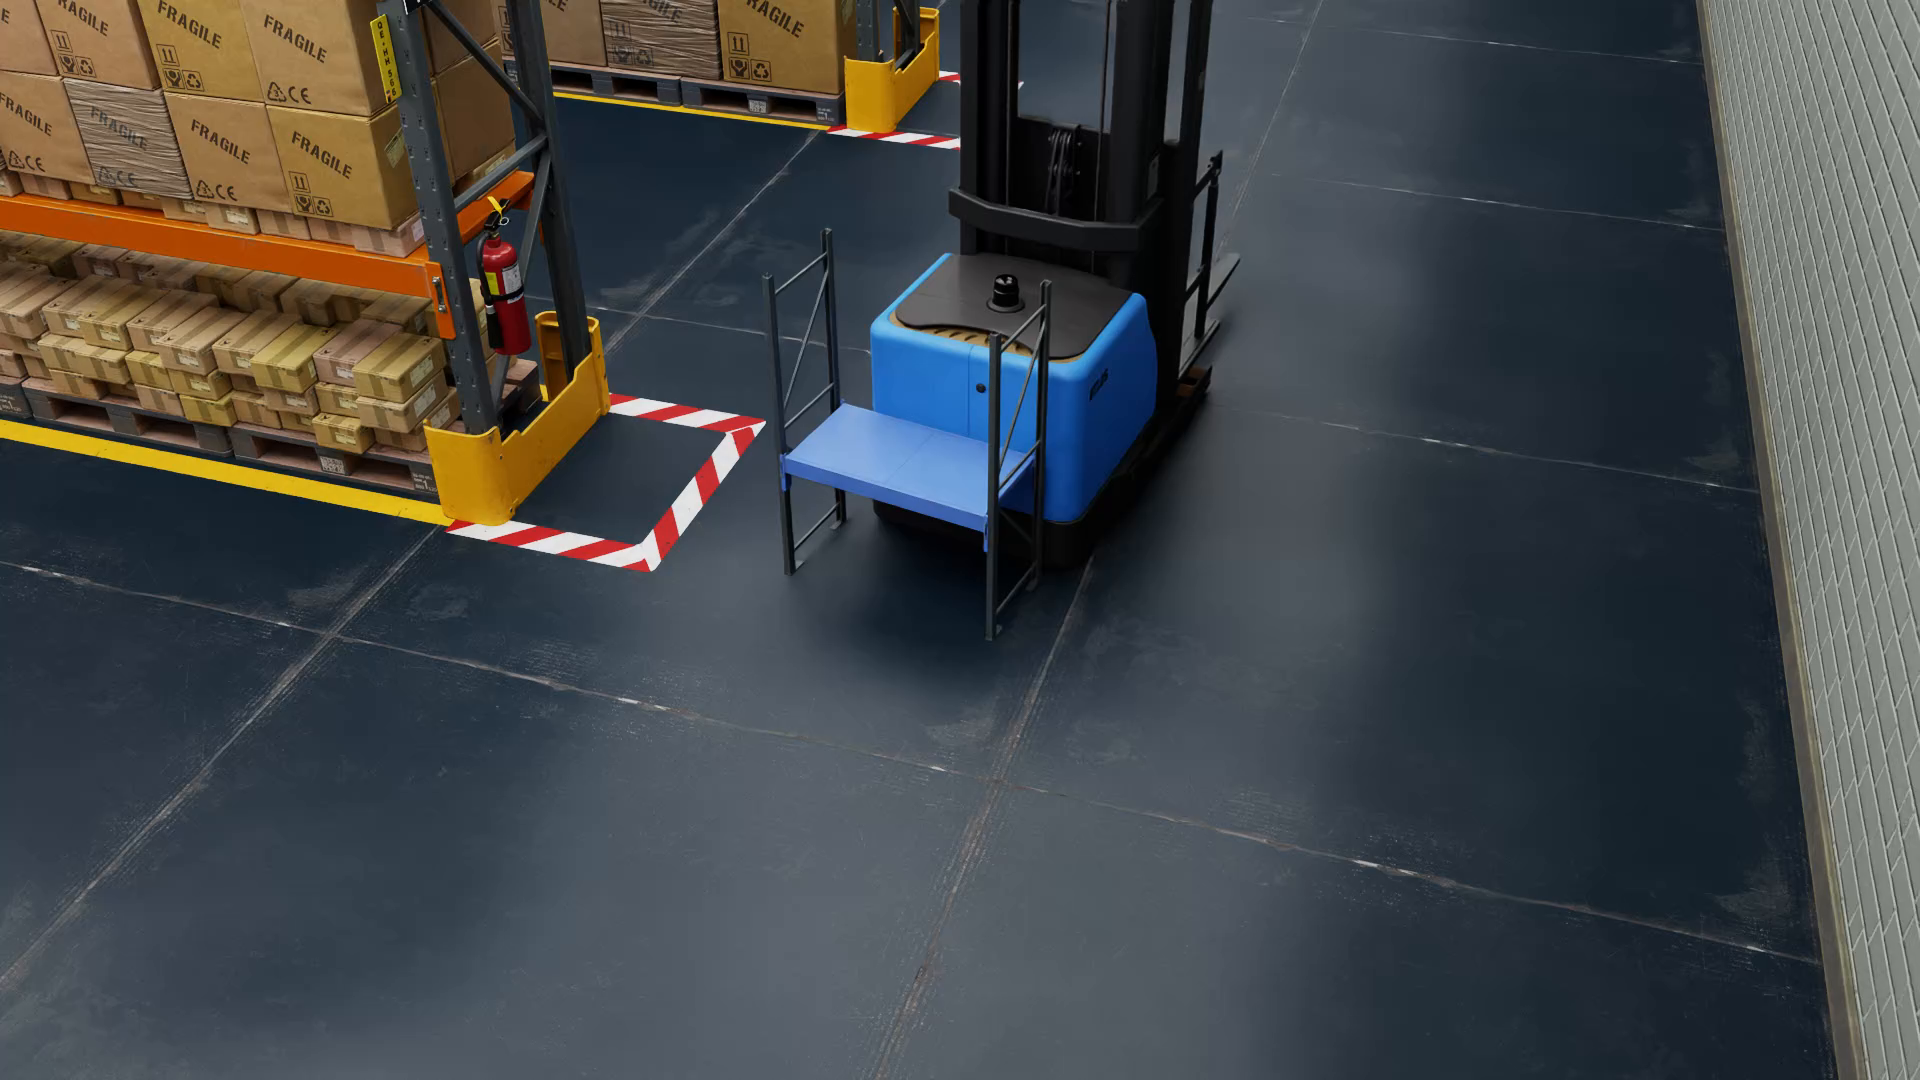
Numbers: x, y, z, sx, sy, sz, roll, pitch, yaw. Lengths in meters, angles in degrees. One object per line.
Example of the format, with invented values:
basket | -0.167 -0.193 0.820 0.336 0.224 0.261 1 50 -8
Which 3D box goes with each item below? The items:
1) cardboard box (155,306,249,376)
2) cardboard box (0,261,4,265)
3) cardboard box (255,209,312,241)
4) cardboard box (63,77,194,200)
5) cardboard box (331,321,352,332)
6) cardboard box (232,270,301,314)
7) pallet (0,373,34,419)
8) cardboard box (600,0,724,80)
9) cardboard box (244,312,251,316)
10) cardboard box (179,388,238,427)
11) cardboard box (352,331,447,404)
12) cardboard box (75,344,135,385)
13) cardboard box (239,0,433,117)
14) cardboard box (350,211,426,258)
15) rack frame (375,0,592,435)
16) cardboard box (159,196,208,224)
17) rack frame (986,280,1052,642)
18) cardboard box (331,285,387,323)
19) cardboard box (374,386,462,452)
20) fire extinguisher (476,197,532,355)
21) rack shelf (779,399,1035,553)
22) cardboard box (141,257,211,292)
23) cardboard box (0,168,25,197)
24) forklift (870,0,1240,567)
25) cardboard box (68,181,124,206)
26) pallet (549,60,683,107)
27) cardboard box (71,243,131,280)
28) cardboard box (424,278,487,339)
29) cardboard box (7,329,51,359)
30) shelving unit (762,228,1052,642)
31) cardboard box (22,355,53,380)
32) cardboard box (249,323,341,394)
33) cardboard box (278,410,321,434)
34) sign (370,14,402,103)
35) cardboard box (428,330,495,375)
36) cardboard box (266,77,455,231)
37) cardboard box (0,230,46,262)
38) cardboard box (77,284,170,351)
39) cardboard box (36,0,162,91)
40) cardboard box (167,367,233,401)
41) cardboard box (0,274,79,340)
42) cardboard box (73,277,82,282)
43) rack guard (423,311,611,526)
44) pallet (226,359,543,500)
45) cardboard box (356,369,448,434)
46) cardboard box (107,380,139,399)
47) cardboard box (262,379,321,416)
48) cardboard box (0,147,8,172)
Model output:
cardboard box | -3.663 -0.969 8.085 0.250 0.149 0.380 12 38 16
cardboard box | -5.123 -1.300 8.535 0.250 0.149 0.380 10 38 13
cardboard box | -2.939 -1.508 7.480 0.250 0.149 0.380 10 38 13
cardboard box | -3.556 -1.882 7.441 0.500 0.500 0.500 11 38 14
cardboard box | -3.002 -1.062 8.462 0.250 0.149 0.380 11 38 14
cardboard box | -3.497 -1.304 8.541 0.250 0.149 0.380 12 38 16
pallet | -5.240 -1.095 9.060 1.213 0.211 1.003 10 38 14
cardboard box | -2.001 -3.941 12.012 0.875 0.875 0.875 10 38 14
cardboard box | -3.496 -1.162 8.598 0.250 0.149 0.380 9 37 12
cardboard box | -3.642 -0.735 8.270 0.250 0.149 0.380 9 37 12
cardboard box | -2.654 -0.821 7.884 0.250 0.149 0.380 11 38 14
cardboard box | -4.167 -0.946 8.305 0.250 0.149 0.380 11 38 14
cardboard box | -2.584 -2.113 6.911 0.500 0.500 0.500 10 37 13
cardboard box | -2.469 -1.407 7.342 0.250 0.149 0.380 11 38 14
rack frame | -2.073 -1.610 7.407 0.127 3.000 1.000 10 38 14
cardboard box | -3.432 -1.603 7.609 0.250 0.149 0.380 9 37 12
rack frame | 0.239 -0.299 6.891 0.032 1.500 0.500 17 40 22
cardboard box | -2.974 -1.253 8.471 0.250 0.149 0.380 10 38 14
cardboard box | -2.638 -0.606 8.094 0.250 0.149 0.380 11 38 15
fire extinguisher | -1.971 -1.123 7.125 0.183 0.674 0.296 10 38 14
rack shelf | -0.213 -0.292 7.185 1.000 0.185 0.538 17 40 22
cardboard box | -4.003 -1.367 8.626 0.250 0.149 0.380 11 38 14
cardboard box | -4.447 -1.775 7.844 0.250 0.149 0.380 12 38 16
forklift | 0.674 -1.924 7.891 1.130 2.935 3.031 15 39 20
cardboard box | -3.930 -1.722 7.771 0.250 0.149 0.380 11 38 15
pallet | -2.445 -3.589 12.449 1.213 0.211 1.003 10 38 14
cardboard box | -4.468 -1.514 8.825 0.250 0.149 0.380 9 37 12
cardboard box | -2.472 -1.155 8.338 0.250 0.149 0.380 9 37 12
cardboard box | -4.617 -1.085 8.493 0.250 0.149 0.380 12 38 16
shelving unit | -0.213 -0.437 7.079 1.048 1.500 0.538 17 40 22
cardboard box | -4.609 -0.986 8.610 0.250 0.149 0.380 9 37 12
cardboard box | -3.162 -0.872 7.953 0.250 0.149 0.380 10 37 13
cardboard box | -3.140 -0.690 8.207 0.250 0.149 0.380 10 38 14
sign | -2.258 -1.893 6.548 0.005 0.325 0.100 10 38 14
cardboard box | -2.497 -0.989 8.363 0.250 0.149 0.380 12 38 16
cardboard box | -2.579 -1.704 7.199 0.500 0.500 0.500 11 38 15
cardboard box | -4.979 -1.599 8.941 0.250 0.149 0.380 10 38 13
cardboard box | -4.140 -1.109 8.275 0.250 0.149 0.380 11 38 14
cardboard box | -3.567 -2.289 7.151 0.500 0.500 0.500 12 38 16
cardboard box | -3.657 -0.858 8.185 0.250 0.149 0.380 11 38 15
cardboard box | -4.649 -1.176 8.366 0.250 0.149 0.380 11 38 15
cardboard box | -4.514 -1.370 8.881 0.250 0.149 0.380 11 38 15
rack guard | -2.146 -0.617 8.166 0.348 0.500 1.175 10 38 14
pallet | -2.911 -0.664 8.474 1.213 0.211 1.003 10 38 14
cardboard box | -2.662 -0.683 7.947 0.250 0.149 0.380 10 37 13
cardboard box | -4.116 -0.882 8.469 0.250 0.149 0.380 12 38 15
cardboard box | -3.159 -0.773 8.070 0.250 0.149 0.380 9 37 12
cardboard box | -4.549 -2.054 7.675 0.500 0.500 0.500 10 37 13
